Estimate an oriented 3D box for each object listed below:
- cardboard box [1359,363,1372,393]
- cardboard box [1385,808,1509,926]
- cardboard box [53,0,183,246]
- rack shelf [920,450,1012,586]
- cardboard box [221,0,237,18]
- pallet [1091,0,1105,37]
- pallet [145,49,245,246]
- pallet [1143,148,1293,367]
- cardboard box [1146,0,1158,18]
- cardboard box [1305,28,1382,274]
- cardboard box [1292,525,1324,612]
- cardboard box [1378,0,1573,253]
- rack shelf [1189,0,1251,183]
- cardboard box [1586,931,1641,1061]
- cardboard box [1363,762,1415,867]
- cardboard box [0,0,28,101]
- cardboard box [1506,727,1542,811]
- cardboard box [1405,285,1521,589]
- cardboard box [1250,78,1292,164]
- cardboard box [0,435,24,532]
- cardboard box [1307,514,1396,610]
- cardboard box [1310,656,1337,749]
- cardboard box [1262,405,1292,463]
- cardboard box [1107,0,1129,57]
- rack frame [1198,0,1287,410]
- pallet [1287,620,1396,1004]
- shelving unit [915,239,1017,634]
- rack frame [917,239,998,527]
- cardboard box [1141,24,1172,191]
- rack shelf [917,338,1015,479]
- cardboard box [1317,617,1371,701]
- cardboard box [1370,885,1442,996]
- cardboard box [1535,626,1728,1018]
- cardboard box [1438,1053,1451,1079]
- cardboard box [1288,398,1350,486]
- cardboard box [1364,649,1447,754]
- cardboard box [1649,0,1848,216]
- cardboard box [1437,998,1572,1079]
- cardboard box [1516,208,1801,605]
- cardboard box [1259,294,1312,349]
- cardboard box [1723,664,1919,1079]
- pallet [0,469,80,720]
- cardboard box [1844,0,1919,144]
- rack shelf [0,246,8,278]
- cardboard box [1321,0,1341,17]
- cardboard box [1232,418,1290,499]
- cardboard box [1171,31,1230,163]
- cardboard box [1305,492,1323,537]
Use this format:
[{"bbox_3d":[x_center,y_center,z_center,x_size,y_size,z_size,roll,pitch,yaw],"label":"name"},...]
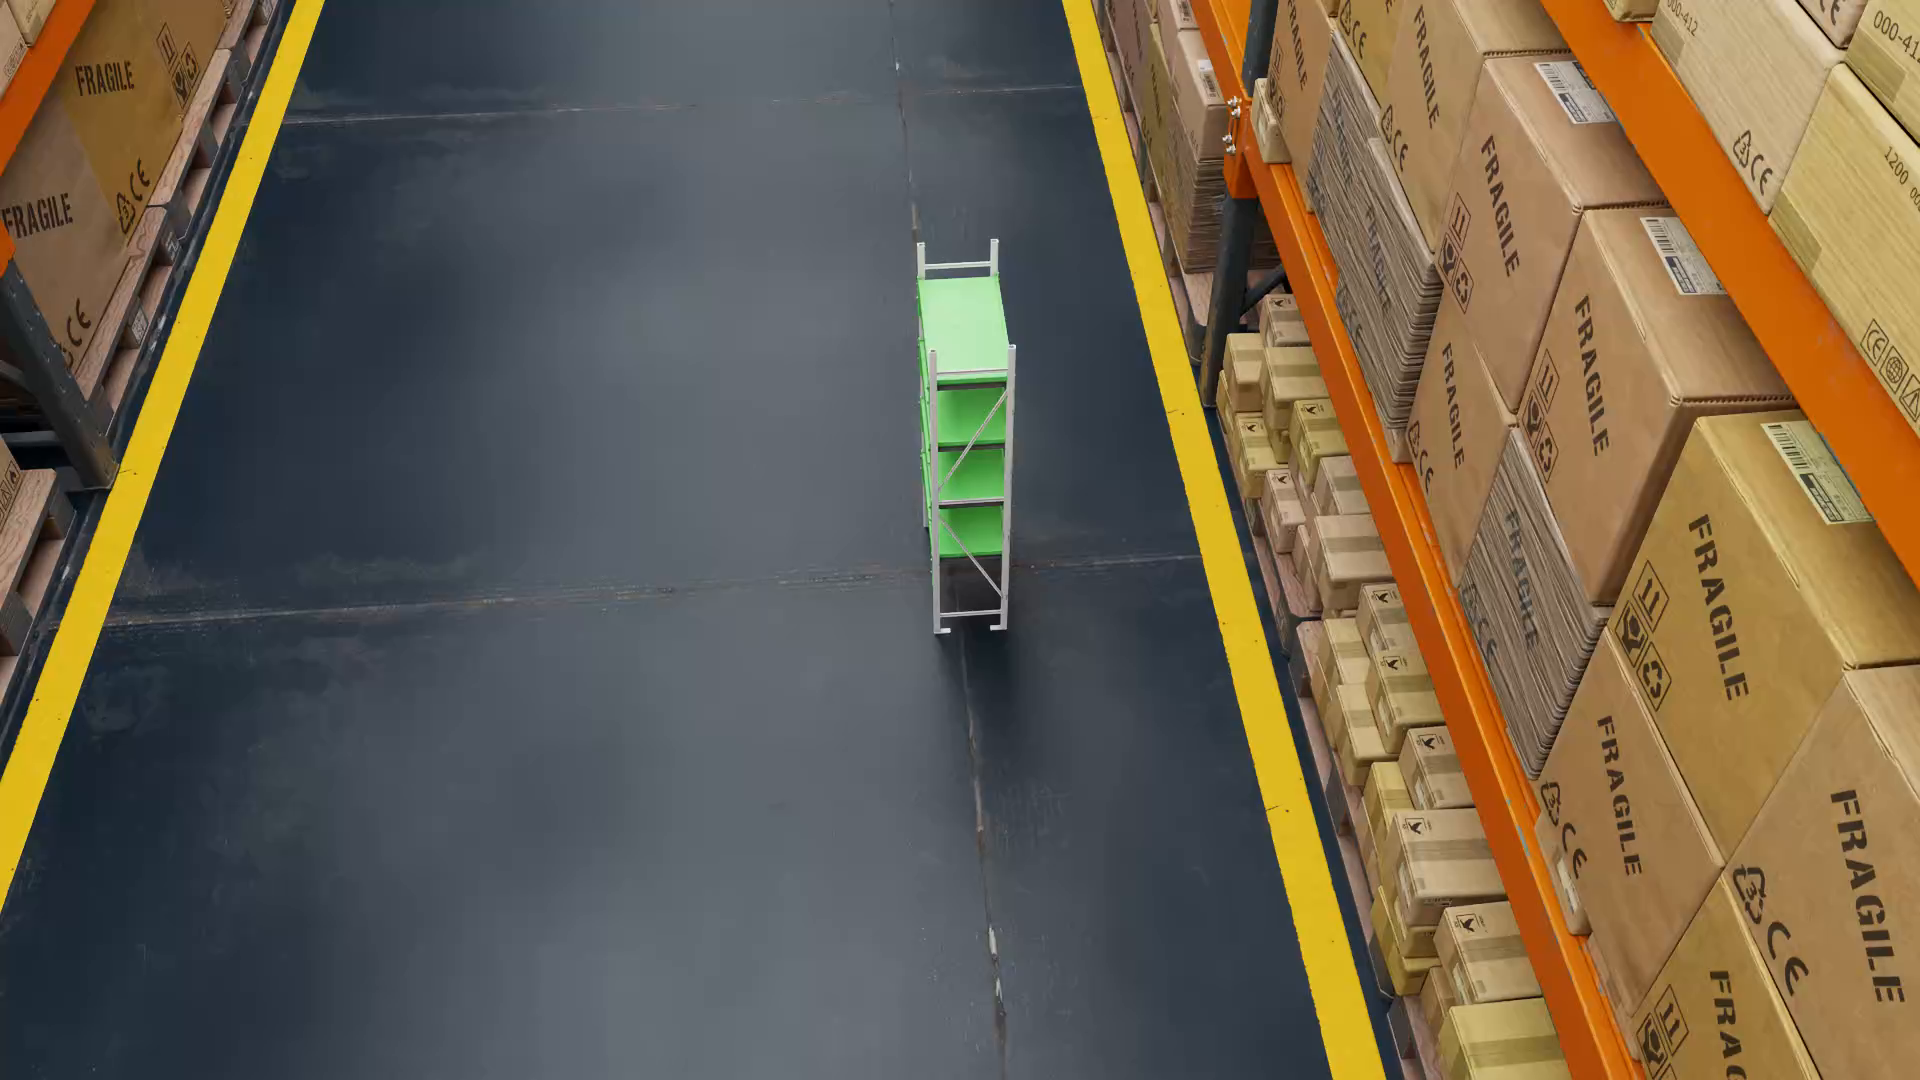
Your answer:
[{"bbox_3d":[1.244,-0.527,4.356,0.380,0.149,0.250,-3,47,-3],"label":"cardboard box"},{"bbox_3d":[1.293,0.817,4.175,0.380,0.149,0.250,-2,47,-2],"label":"cardboard box"},{"bbox_3d":[-3.736,-1.730,6.497,0.875,0.875,0.875,-2,47,-2],"label":"cardboard box"},{"bbox_3d":[0.014,-0.084,5.422,0.258,0.148,0.480,-3,47,-3],"label":"rack shelf"},{"bbox_3d":[-3.881,-3.023,7.721,0.875,0.875,0.875,-4,47,-4],"label":"cardboard box"},{"bbox_3d":[1.132,-2.963,8.411,1.003,0.211,1.213,-3,47,-3],"label":"pallet"},{"bbox_3d":[-3.766,-1.699,7.214,1.003,0.211,1.213,-3,47,-3],"label":"pallet"},{"bbox_3d":[1.337,-1.198,6.739,1.003,0.211,1.213,-3,47,-3],"label":"pallet"},{"bbox_3d":[1.001,-2.414,6.886,0.500,0.250,0.500,-5,47,-5],"label":"cardboard box"},{"bbox_3d":[1.242,-0.999,4.357,0.500,0.500,0.500,-3,47,-3],"label":"cardboard box"},{"bbox_3d":[1.279,0.075,5.287,0.380,0.149,0.250,-4,47,-4],"label":"cardboard box"},{"bbox_3d":[1.268,-0.992,3.662,0.500,0.500,0.500,-3,47,-3],"label":"cardboard box"},{"bbox_3d":[1.236,-2.793,6.825,1.077,0.370,4.000,-3,47,-3],"label":"rack shelf"},{"bbox_3d":[1.410,0.805,3.094,0.380,0.149,0.250,-4,47,-4],"label":"cardboard box"},{"bbox_3d":[1.305,0.733,4.459,0.380,0.149,0.250,-1,47,-1],"label":"cardboard box"},{"bbox_3d":[-3.295,-1.503,5.210,0.500,0.250,0.500,-4,47,-4],"label":"cardboard box"},{"bbox_3d":[1.372,0.430,3.450,0.380,0.149,0.250,-5,47,-5],"label":"cardboard box"},{"bbox_3d":[1.323,-0.246,3.644,0.500,0.500,0.500,-1,47,-1],"label":"cardboard box"},{"bbox_3d":[1.101,-1.283,5.072,0.380,0.149,0.250,-2,47,-2],"label":"cardboard box"},{"bbox_3d":[-3.575,-0.022,5.181,0.875,0.438,0.875,-4,47,-4],"label":"cardboard box"},{"bbox_3d":[1.244,0.059,4.893,0.380,0.149,0.250,-3,47,-2],"label":"cardboard box"},{"bbox_3d":[1.263,0.461,4.921,0.380,0.149,0.250,-5,47,-4],"label":"cardboard box"},{"bbox_3d":[1.225,-0.401,5.533,0.380,0.149,0.250,-3,47,-3],"label":"cardboard box"},{"bbox_3d":[0.967,-2.511,7.494,0.500,0.500,0.500,-5,47,-4],"label":"cardboard box"},{"bbox_3d":[1.403,-1.594,5.193,1.000,3.000,0.127,-3,47,-3],"label":"rack frame"},{"bbox_3d":[1.600,0.734,4.910,1.003,0.211,1.213,-3,47,-3],"label":"pallet"},{"bbox_3d":[0.014,-0.293,5.201,0.258,1.200,0.503,-3,47,-3],"label":"shelving unit"},{"bbox_3d":[-0.007,-0.469,5.368,0.240,1.200,0.015,-3,47,-3],"label":"rack frame"},{"bbox_3d":[1.048,-1.770,6.793,0.500,0.500,0.500,-4,47,-4],"label":"cardboard box"},{"bbox_3d":[0.014,-0.414,5.073,0.258,0.148,0.480,-3,47,-3],"label":"rack shelf"},{"bbox_3d":[1.259,0.356,4.817,0.380,0.149,0.250,-4,47,-4],"label":"cardboard box"},{"bbox_3d":[1.310,1.033,4.380,0.380,0.149,0.250,-5,47,-5],"label":"cardboard box"},{"bbox_3d":[1.406,0.481,2.955,0.500,0.500,0.500,-4,47,-4],"label":"cardboard box"},{"bbox_3d":[1.364,1.293,3.928,0.380,0.149,0.250,-5,47,-5],"label":"cardboard box"},{"bbox_3d":[1.260,-0.318,5.249,0.380,0.149,0.250,-4,47,-4],"label":"cardboard box"},{"bbox_3d":[1.331,0.432,4.540,0.380,0.149,0.250,-3,47,-3],"label":"cardboard box"},{"bbox_3d":[1.358,-0.721,2.404,0.500,0.250,0.500,-2,47,-2],"label":"cardboard box"},{"bbox_3d":[1.329,1.199,3.813,0.380,0.149,0.250,-4,47,-4],"label":"cardboard box"},{"bbox_3d":[1.357,-0.238,2.947,0.500,0.500,0.500,-1,47,-1],"label":"cardboard box"},{"bbox_3d":[1.226,-0.701,5.612,0.380,0.149,0.250,-2,47,-2],"label":"cardboard box"},{"bbox_3d":[1.452,0.504,2.245,0.500,0.500,0.500,-4,47,-4],"label":"cardboard box"},{"bbox_3d":[-3.535,0.294,5.326,1.003,0.211,1.213,-3,47,-3],"label":"pallet"},{"bbox_3d":[1.402,-0.539,1.888,0.500,0.250,0.500,-5,47,-4],"label":"cardboard box"},{"bbox_3d":[-3.354,0.475,3.730,1.077,0.370,4.000,-3,47,-3],"label":"rack shelf"},{"bbox_3d":[1.198,-1.733,4.363,0.500,0.500,0.500,-2,47,-2],"label":"cardboard box"},{"bbox_3d":[1.136,-0.282,5.626,0.380,0.149,0.250,-2,47,-2],"label":"cardboard box"},{"bbox_3d":[1.089,-1.660,6.172,0.500,0.250,0.500,-5,47,-4],"label":"cardboard box"},{"bbox_3d":[1.301,-0.031,5.183,0.380,0.149,0.250,-6,47,-5],"label":"cardboard box"}]
